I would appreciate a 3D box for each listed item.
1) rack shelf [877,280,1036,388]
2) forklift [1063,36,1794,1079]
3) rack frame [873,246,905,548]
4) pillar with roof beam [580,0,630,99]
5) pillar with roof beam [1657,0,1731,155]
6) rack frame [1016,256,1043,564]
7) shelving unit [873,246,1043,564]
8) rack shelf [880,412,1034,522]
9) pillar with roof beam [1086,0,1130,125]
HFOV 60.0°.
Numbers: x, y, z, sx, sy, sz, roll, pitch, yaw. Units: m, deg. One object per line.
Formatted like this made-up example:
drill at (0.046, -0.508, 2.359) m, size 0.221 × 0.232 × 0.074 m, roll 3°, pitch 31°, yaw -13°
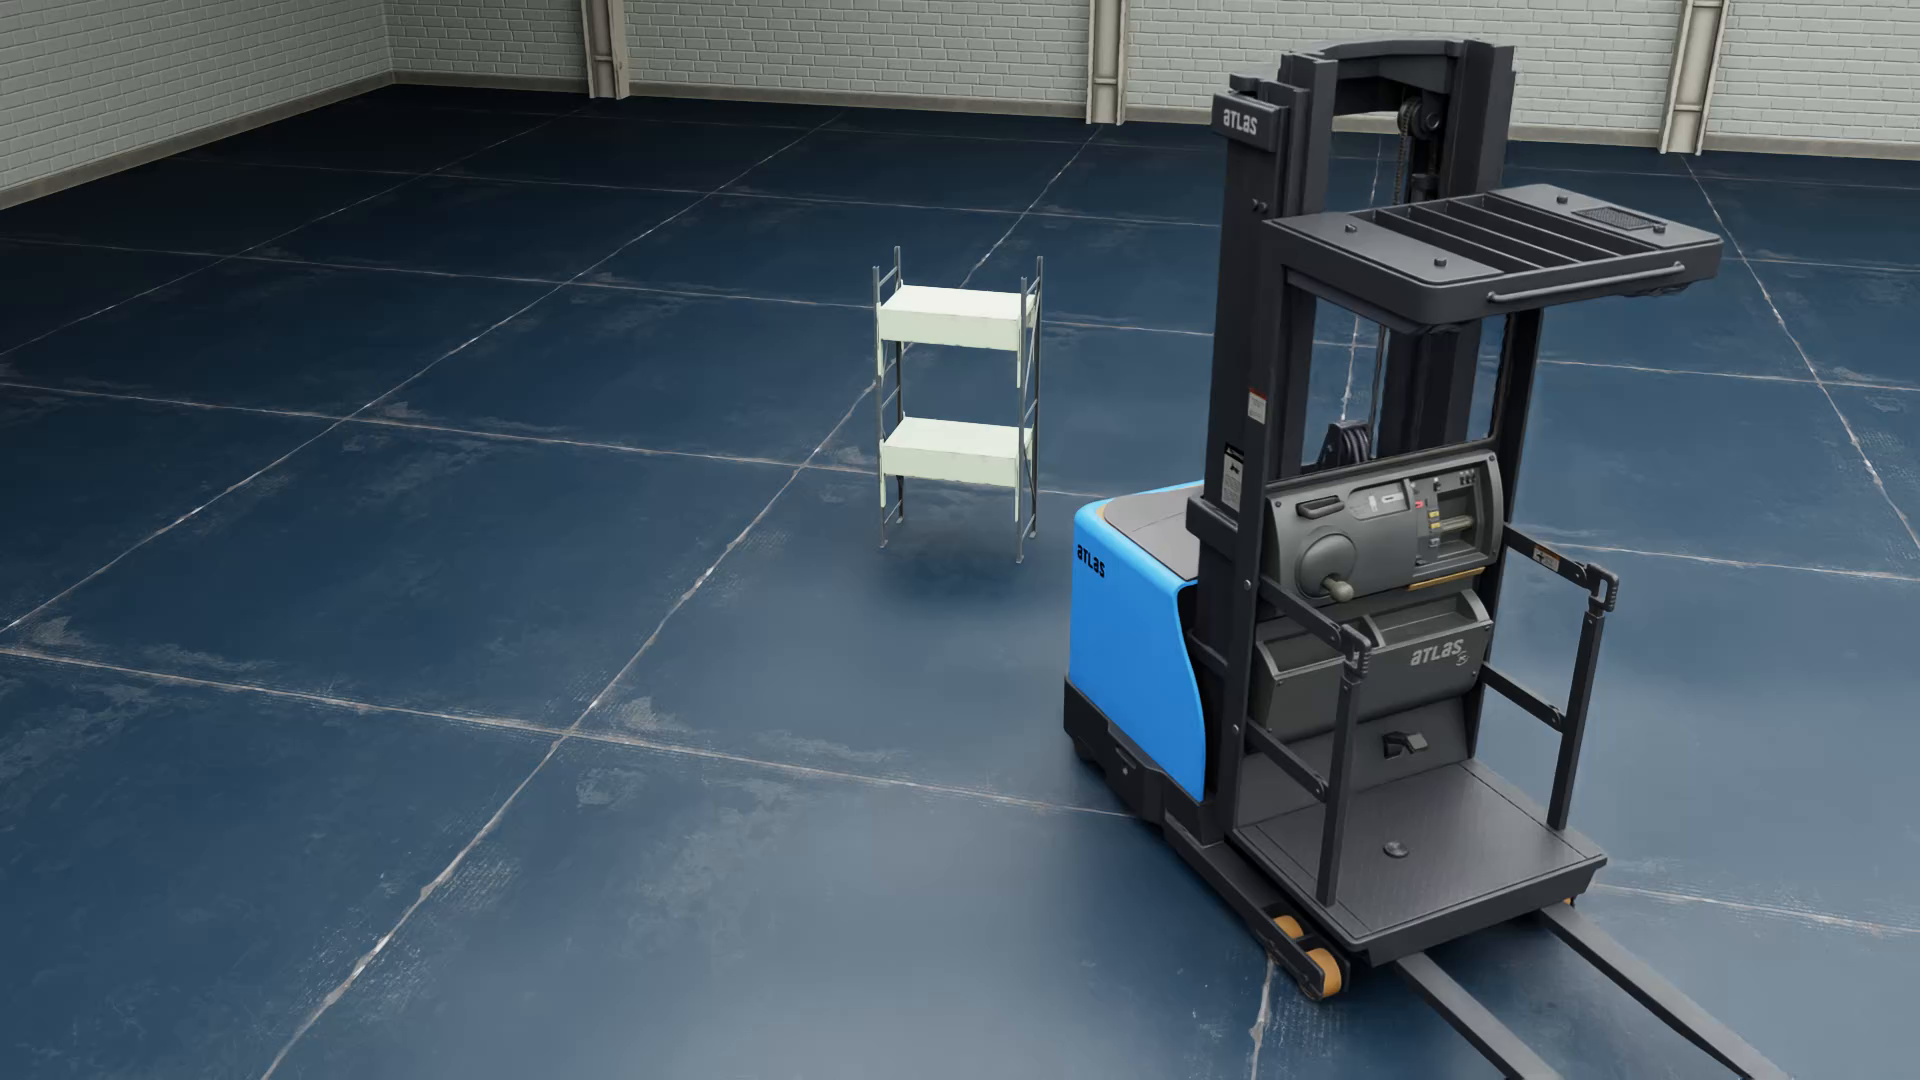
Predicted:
rack shelf at (-0.006, -1.030, 8.261) m, size 0.720 × 0.370 × 0.431 m, roll 6°, pitch 26°, yaw 13°
forklift at (1.522, -0.010, 5.361) m, size 1.130 × 2.935 × 3.031 m, roll -12°, pitch 28°, yaw -23°
rack frame at (-0.361, -0.717, 8.511) m, size 0.023 × 1.500 × 0.400 m, roll 6°, pitch 26°, yaw 13°
pillar with roof beam at (-5.259, -7.582, 14.206) m, size 0.400 × 9.000 × 9.100 m, roll 6°, pitch 26°, yaw 13°
pillar with roof beam at (6.363, -6.297, 11.508) m, size 0.400 × 9.000 × 9.100 m, roll 6°, pitch 26°, yaw 13°
rack frame at (0.348, -0.639, 8.347) m, size 0.023 × 1.500 × 0.400 m, roll 6°, pitch 26°, yaw 13°
shelving unit at (-0.006, -0.678, 8.429) m, size 0.755 × 1.500 × 0.431 m, roll 6°, pitch 26°, yaw 13°
rack shelf at (-0.006, -0.384, 8.569) m, size 0.720 × 0.370 × 0.431 m, roll 6°, pitch 26°, yaw 13°
pillar with roof beam at (0.552, -6.939, 12.857) m, size 0.400 × 9.000 × 9.100 m, roll 6°, pitch 26°, yaw 13°
